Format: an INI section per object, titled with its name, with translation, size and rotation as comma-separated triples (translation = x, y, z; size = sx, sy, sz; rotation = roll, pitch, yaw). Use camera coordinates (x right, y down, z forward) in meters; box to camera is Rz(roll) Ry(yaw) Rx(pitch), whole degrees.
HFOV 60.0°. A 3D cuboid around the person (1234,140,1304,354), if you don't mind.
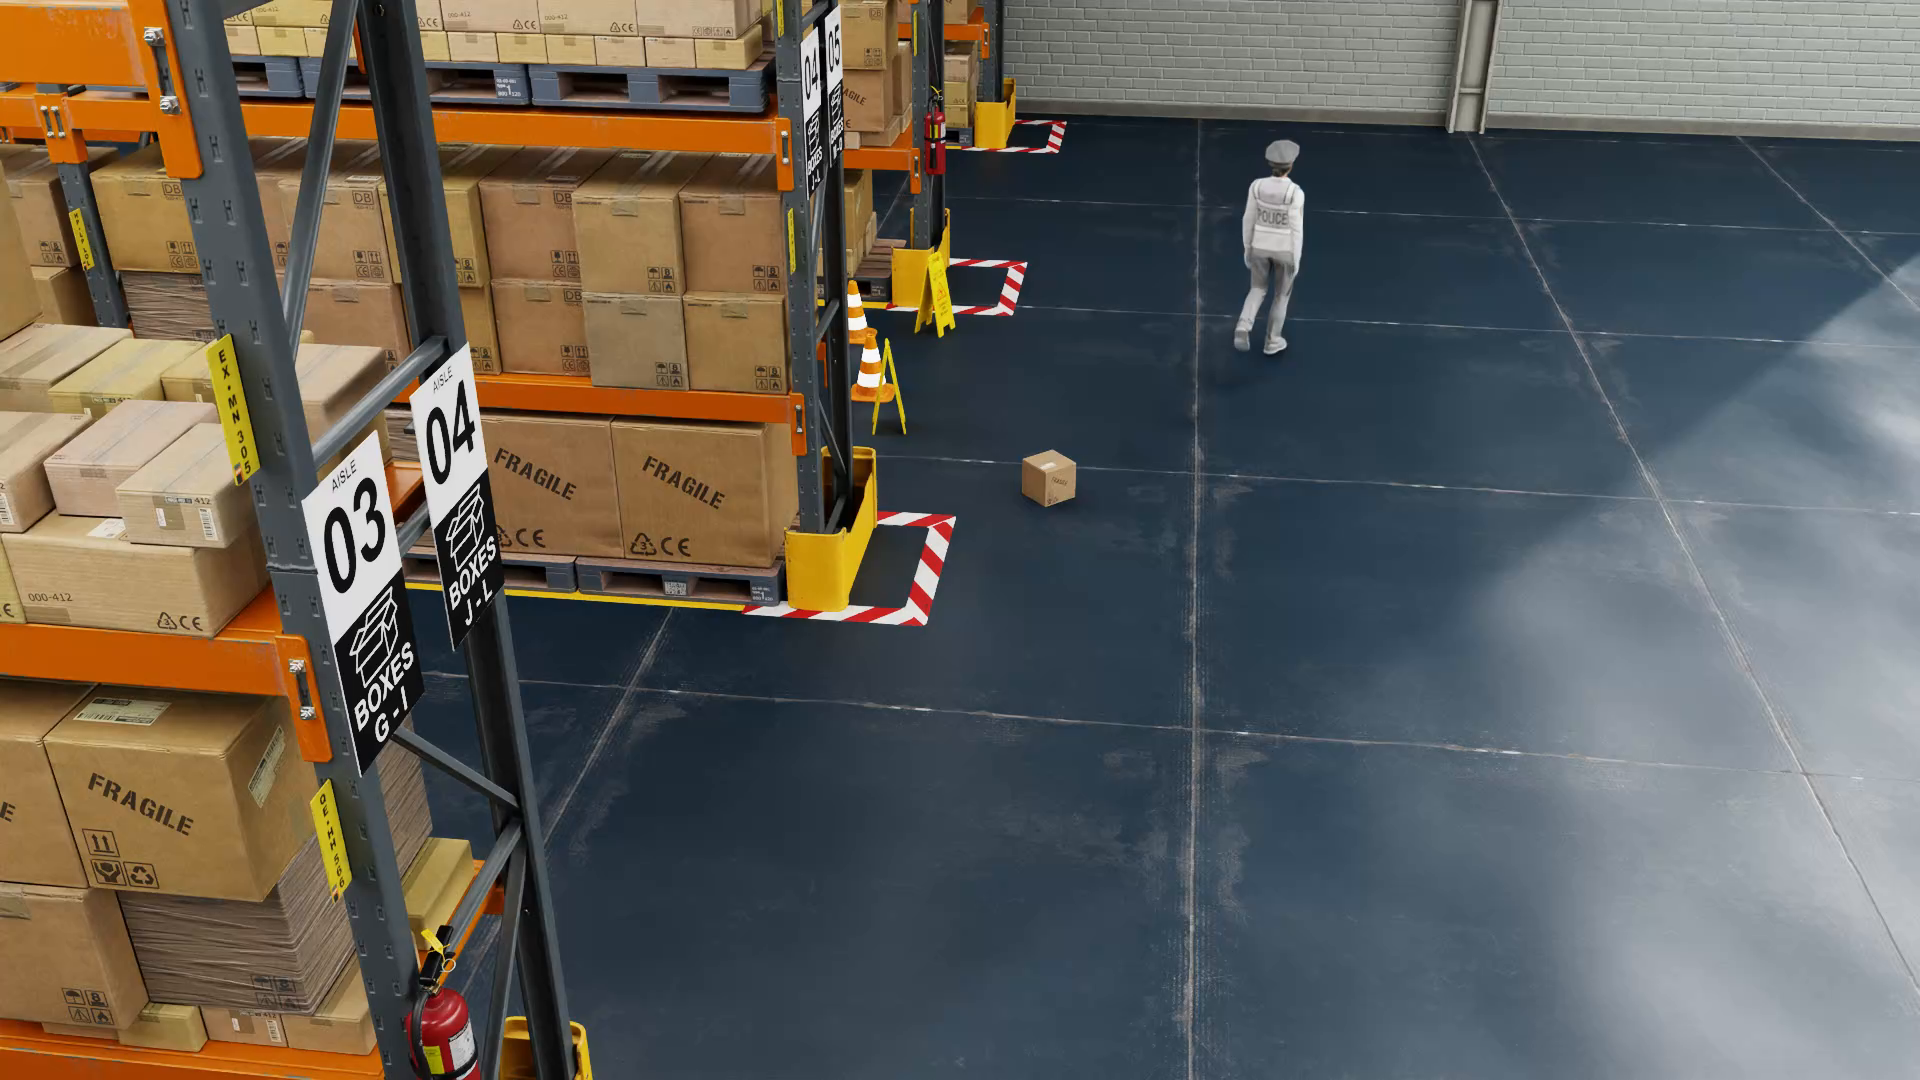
[person]
translation = 2.344, -2.180, 12.561
size = 0.481, 1.675, 0.598
rotation = 16, 33, 27
